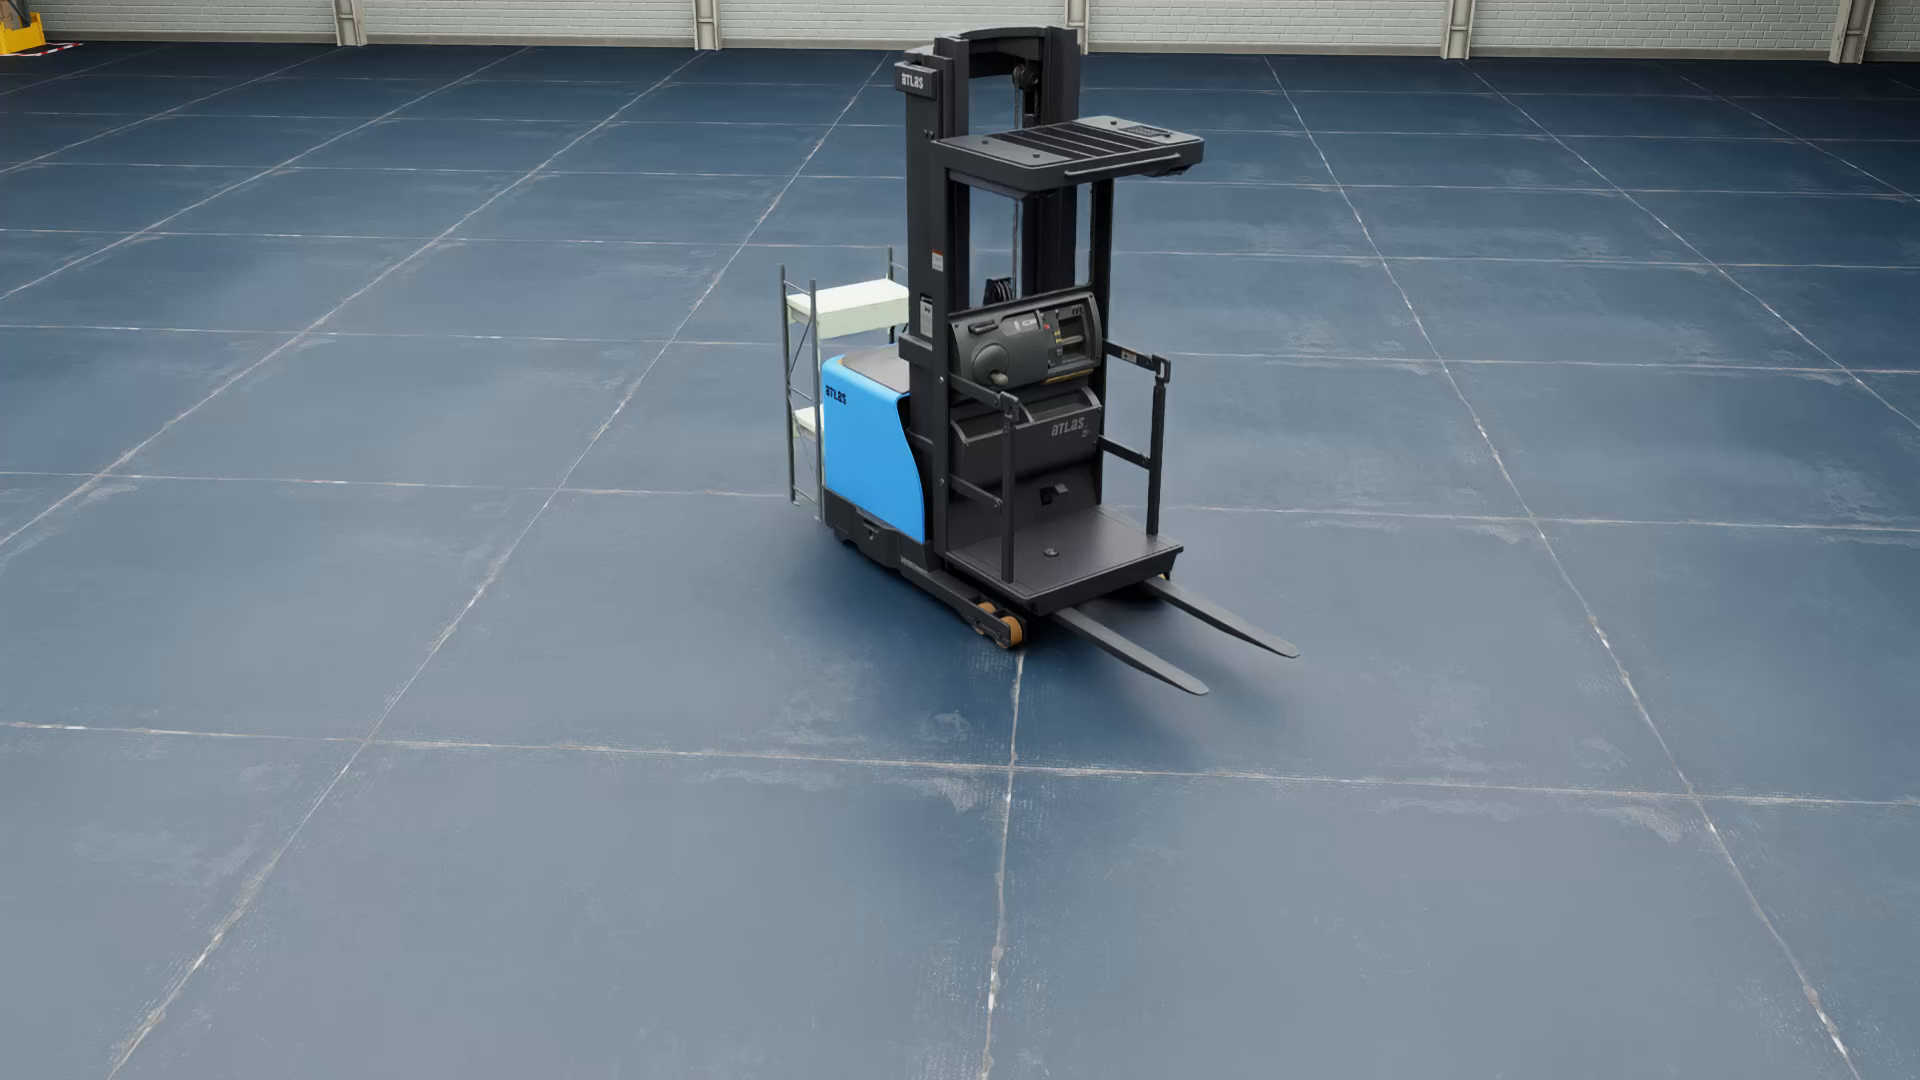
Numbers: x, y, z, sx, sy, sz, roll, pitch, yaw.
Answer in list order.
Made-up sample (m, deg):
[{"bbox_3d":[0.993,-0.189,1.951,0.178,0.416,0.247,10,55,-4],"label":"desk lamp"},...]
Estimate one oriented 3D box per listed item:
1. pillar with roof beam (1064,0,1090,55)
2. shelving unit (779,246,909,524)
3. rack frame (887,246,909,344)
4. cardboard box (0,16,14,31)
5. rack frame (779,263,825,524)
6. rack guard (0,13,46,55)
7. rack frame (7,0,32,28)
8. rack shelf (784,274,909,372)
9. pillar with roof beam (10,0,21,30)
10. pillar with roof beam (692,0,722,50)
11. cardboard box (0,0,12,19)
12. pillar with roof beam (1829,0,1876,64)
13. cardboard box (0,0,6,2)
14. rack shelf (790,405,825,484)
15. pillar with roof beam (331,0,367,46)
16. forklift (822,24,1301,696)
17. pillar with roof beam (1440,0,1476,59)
[{"bbox_3d":[1.536,-10.151,21.046,0.400,9.000,9.100,2,25,4],"label":"pillar with roof beam"},{"bbox_3d":[-0.626,-0.937,9.992,0.755,1.500,0.431,-15,29,-30],"label":"shelving unit"},{"bbox_3d":[-0.321,-1.021,10.175,0.023,1.500,0.400,-15,29,-30],"label":"rack frame"},{"bbox_3d":[-15.932,-8.437,27.285,0.500,0.250,0.500,2,25,4],"label":"cardboard box"},{"bbox_3d":[-0.931,-0.852,9.808,0.023,1.500,0.400,-15,29,-30],"label":"rack frame"},{"bbox_3d":[-15.433,-8.262,27.107,0.348,0.500,1.175,2,25,4],"label":"rack guard"},{"bbox_3d":[-15.457,-9.398,26.586,0.127,3.000,1.000,2,25,4],"label":"rack frame"},{"bbox_3d":[-0.626,-1.291,9.829,0.720,0.370,0.431,-15,29,-30],"label":"rack shelf"},{"bbox_3d":[-16.412,-10.727,22.298,0.400,9.000,9.100,2,25,4],"label":"pillar with roof beam"},{"bbox_3d":[-4.447,-10.343,21.463,0.400,9.000,9.100,2,25,4],"label":"pillar with roof beam"},{"bbox_3d":[-15.910,-8.669,27.190,0.500,0.250,0.500,2,25,5],"label":"cardboard box"},{"bbox_3d":[13.500,-9.767,20.212,0.400,9.000,9.100,2,25,4],"label":"pillar with roof beam"},{"bbox_3d":[-15.922,-8.888,27.069,0.500,0.250,0.500,1,25,3],"label":"cardboard box"},{"bbox_3d":[-0.626,-0.641,10.128,0.720,0.370,0.431,-15,29,-30],"label":"rack shelf"},{"bbox_3d":[-10.429,-10.535,21.881,0.400,9.000,9.100,2,25,4],"label":"pillar with roof beam"},{"bbox_3d":[0.479,-1.005,8.428,1.130,2.935,3.031,-17,30,-33],"label":"forklift"},{"bbox_3d":[7.518,-9.959,20.629,0.400,9.000,9.100,2,25,4],"label":"pillar with roof beam"}]
